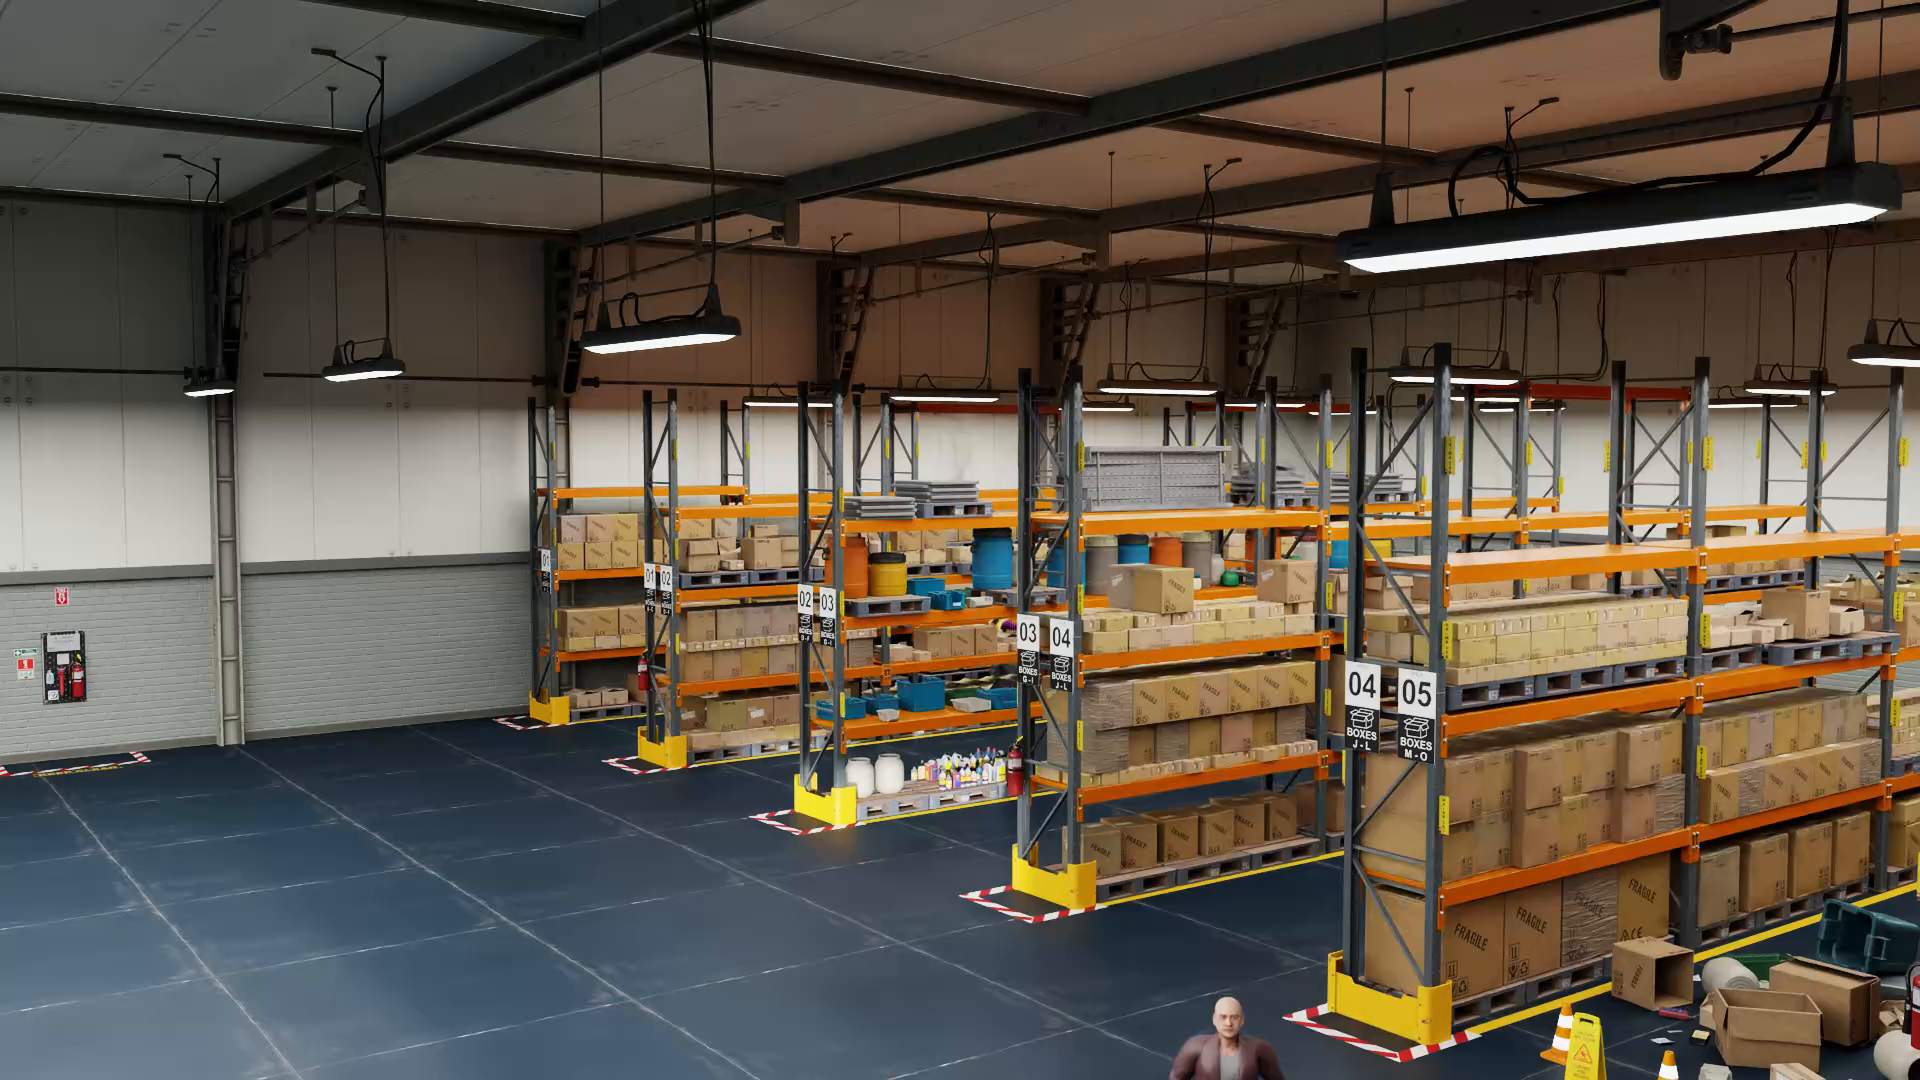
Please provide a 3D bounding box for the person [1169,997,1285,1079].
[{"bbox_3d":[1.664,3.701,10.366,0.724,1.752,0.653,0,3,6],"label":"person"}]

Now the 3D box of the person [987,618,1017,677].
[{"bbox_3d":[0.787,2.250,34.210,0.874,1.796,0.640,-3,4,-40],"label":"person"}]
